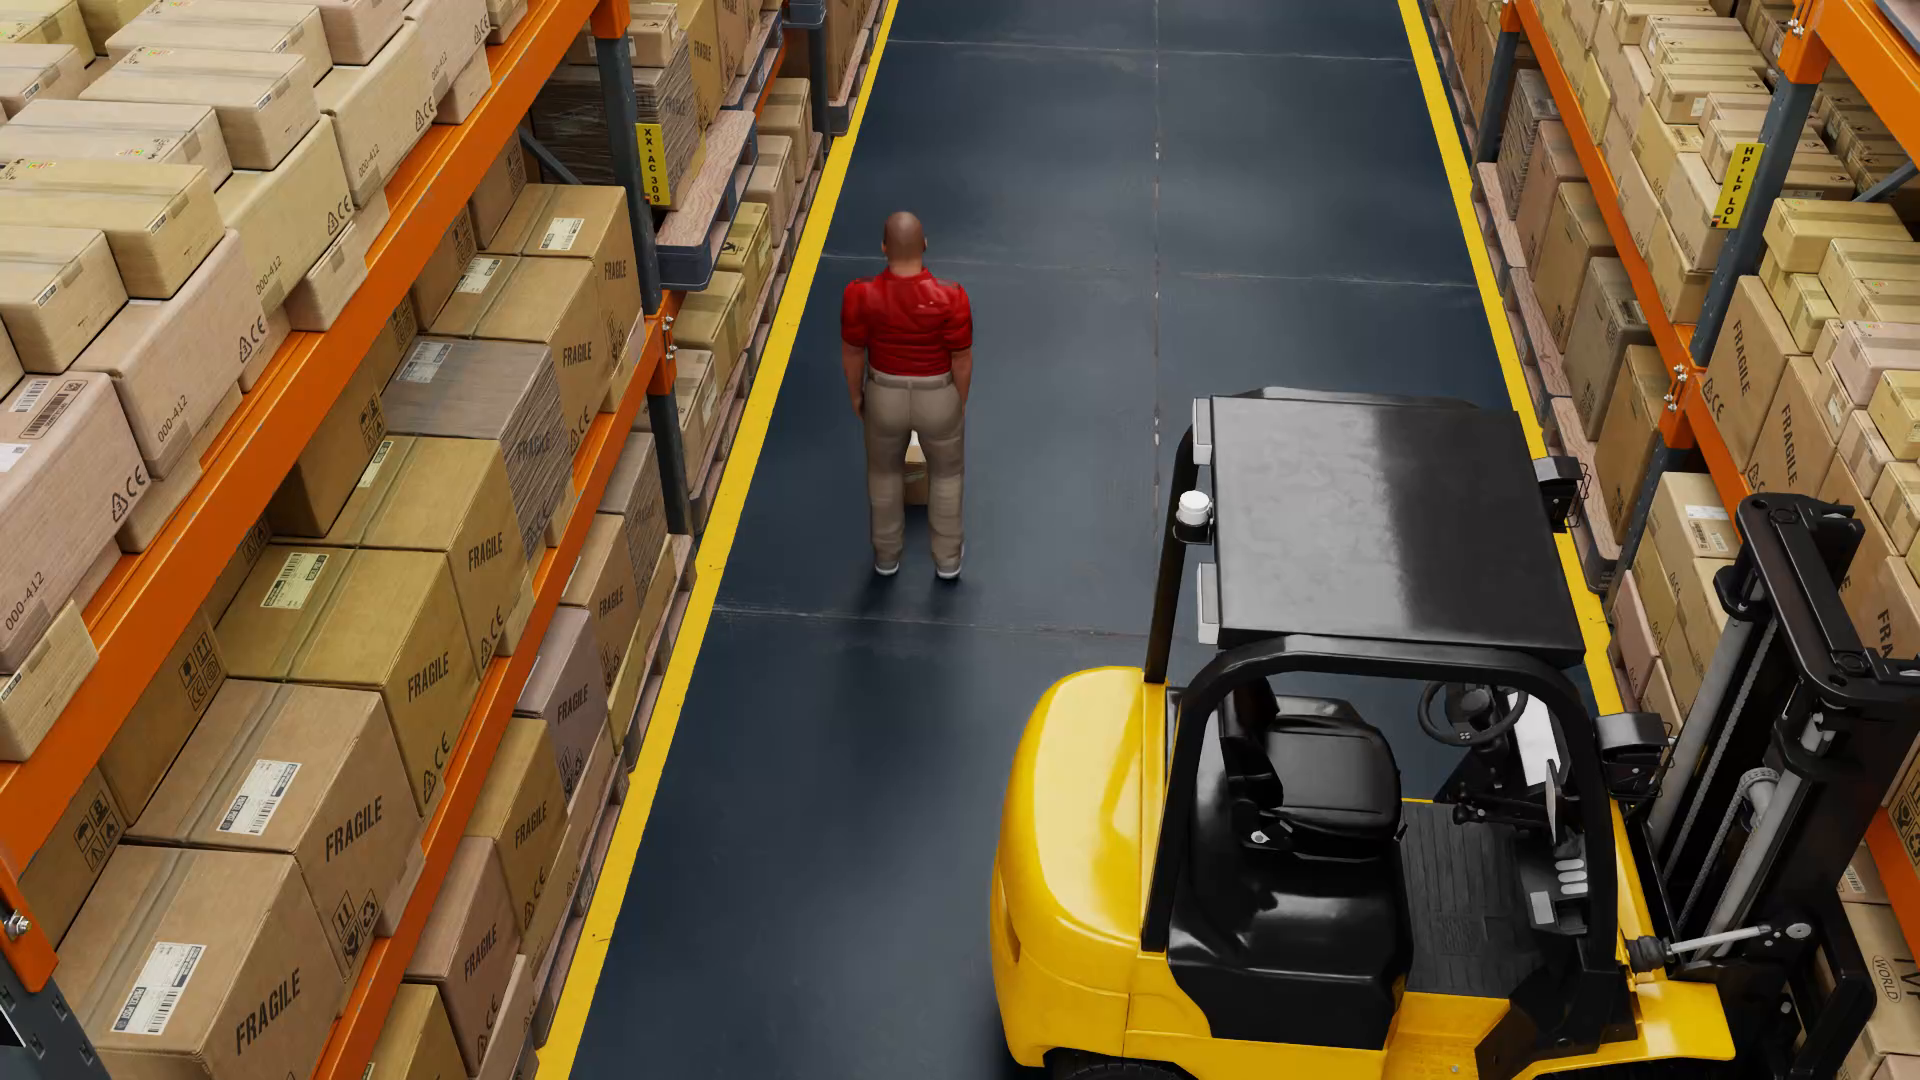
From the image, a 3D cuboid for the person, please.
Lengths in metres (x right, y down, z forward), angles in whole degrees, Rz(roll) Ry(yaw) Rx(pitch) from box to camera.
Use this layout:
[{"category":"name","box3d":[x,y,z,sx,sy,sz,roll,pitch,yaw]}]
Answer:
[{"category":"person","box3d":[-0.210,-0.587,6.887,0.529,1.727,0.359,2,40,3]}]
